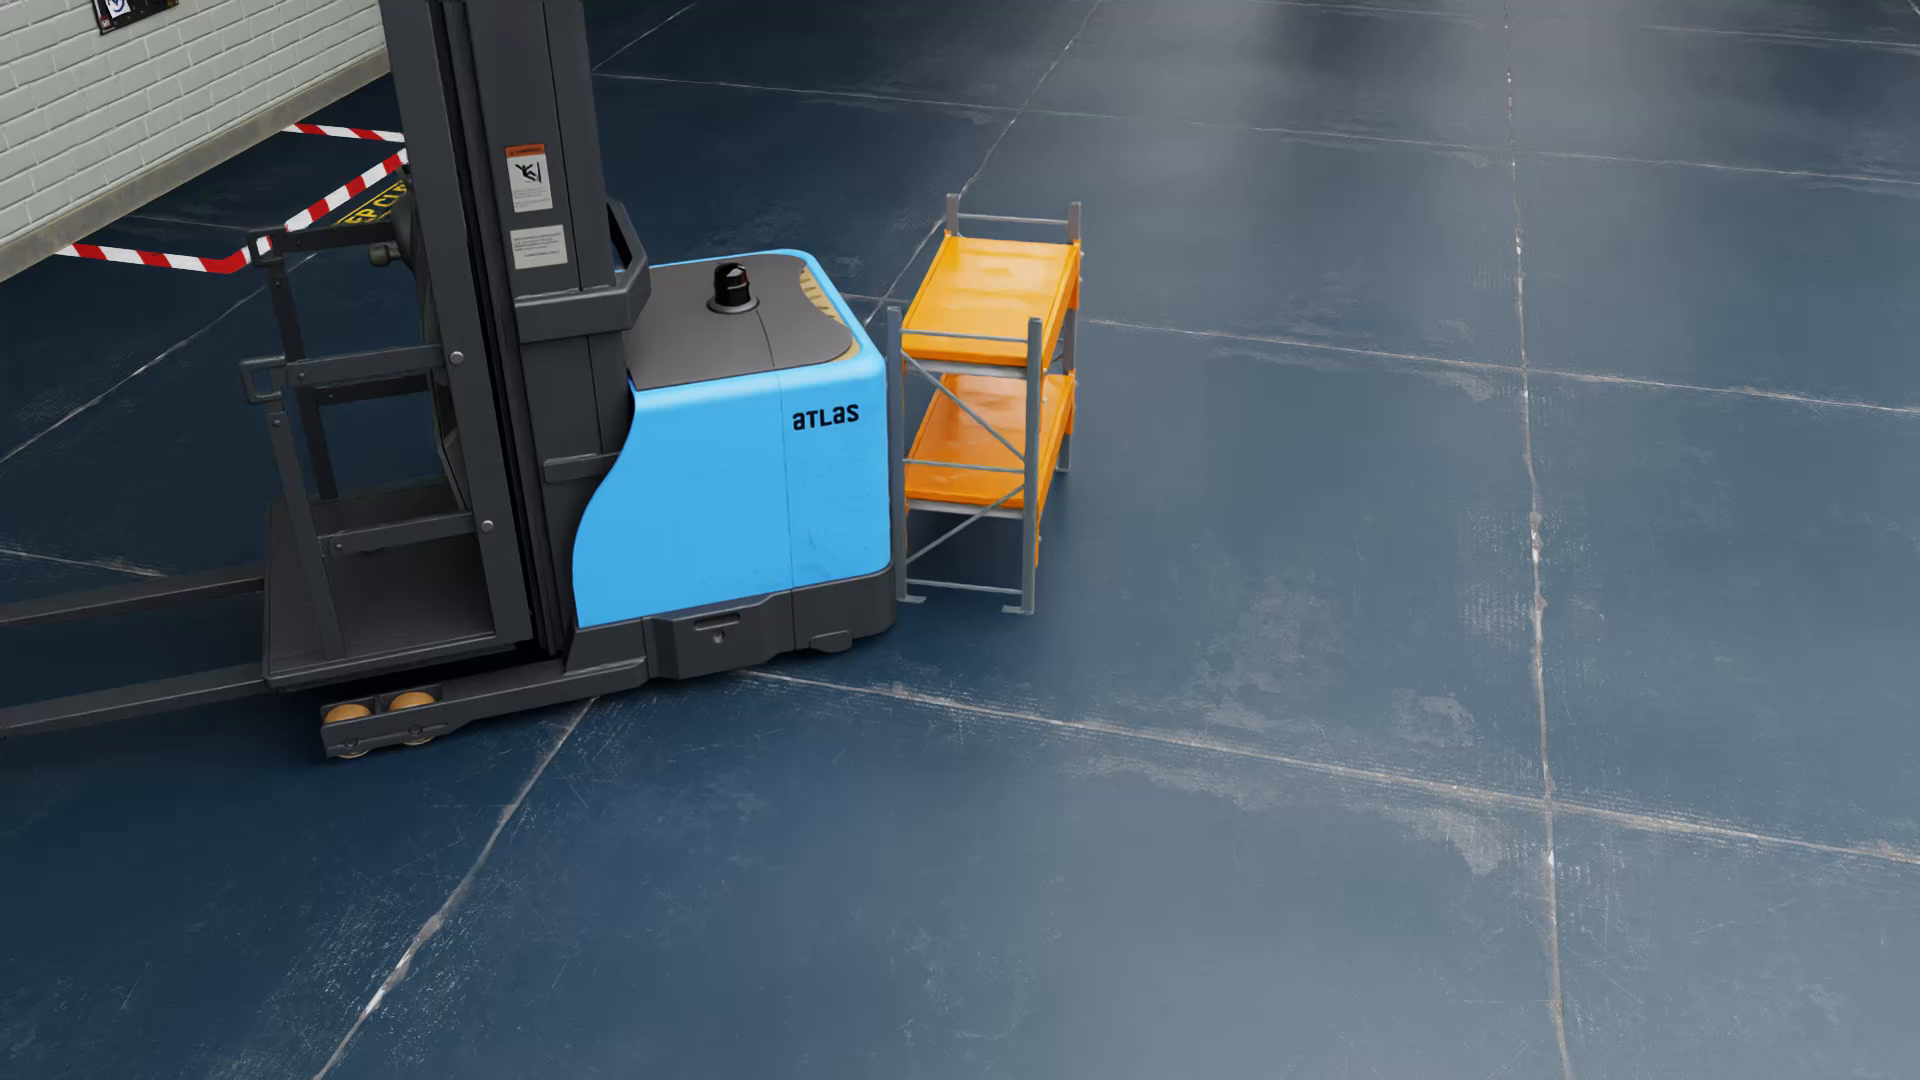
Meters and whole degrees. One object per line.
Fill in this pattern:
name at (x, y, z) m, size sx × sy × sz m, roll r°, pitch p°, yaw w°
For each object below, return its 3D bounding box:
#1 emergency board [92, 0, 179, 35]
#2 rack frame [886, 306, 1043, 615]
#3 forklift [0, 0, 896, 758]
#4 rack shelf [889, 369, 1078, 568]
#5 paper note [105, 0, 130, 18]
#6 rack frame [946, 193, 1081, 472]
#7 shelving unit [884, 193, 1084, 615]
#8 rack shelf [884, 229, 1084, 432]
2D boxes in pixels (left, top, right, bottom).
emergency board at (-4.320, -3.291, 8.630) m, size 0.194 × 1.169 × 0.643 m, roll 8°, pitch 33°, yaw 12°
rack frame at (0.013, -0.245, 5.586) m, size 0.500 × 1.125 × 0.032 m, roll 6°, pitch 33°, yaw 9°
forklift at (-1.793, -0.877, 4.898) m, size 3.031 × 2.935 × 1.130 m, roll -10°, pitch 34°, yaw -16°
rack shelf at (0.105, -0.307, 6.140) m, size 0.538 × 0.278 × 1.000 m, roll 6°, pitch 33°, yaw 9°
paper note at (-4.431, -2.836, 8.737) m, size 0.016 × 0.148 × 0.142 m, roll 8°, pitch 33°, yaw 12°
rack frame at (0.197, -0.781, 6.430) m, size 0.500 × 1.125 × 0.032 m, roll 6°, pitch 33°, yaw 9°
shelving unit at (0.105, -0.513, 6.008) m, size 0.538 × 1.125 × 1.048 m, roll 6°, pitch 33°, yaw 9°
rack shelf at (0.105, -0.760, 5.851) m, size 0.538 × 0.278 × 1.000 m, roll 6°, pitch 33°, yaw 9°
